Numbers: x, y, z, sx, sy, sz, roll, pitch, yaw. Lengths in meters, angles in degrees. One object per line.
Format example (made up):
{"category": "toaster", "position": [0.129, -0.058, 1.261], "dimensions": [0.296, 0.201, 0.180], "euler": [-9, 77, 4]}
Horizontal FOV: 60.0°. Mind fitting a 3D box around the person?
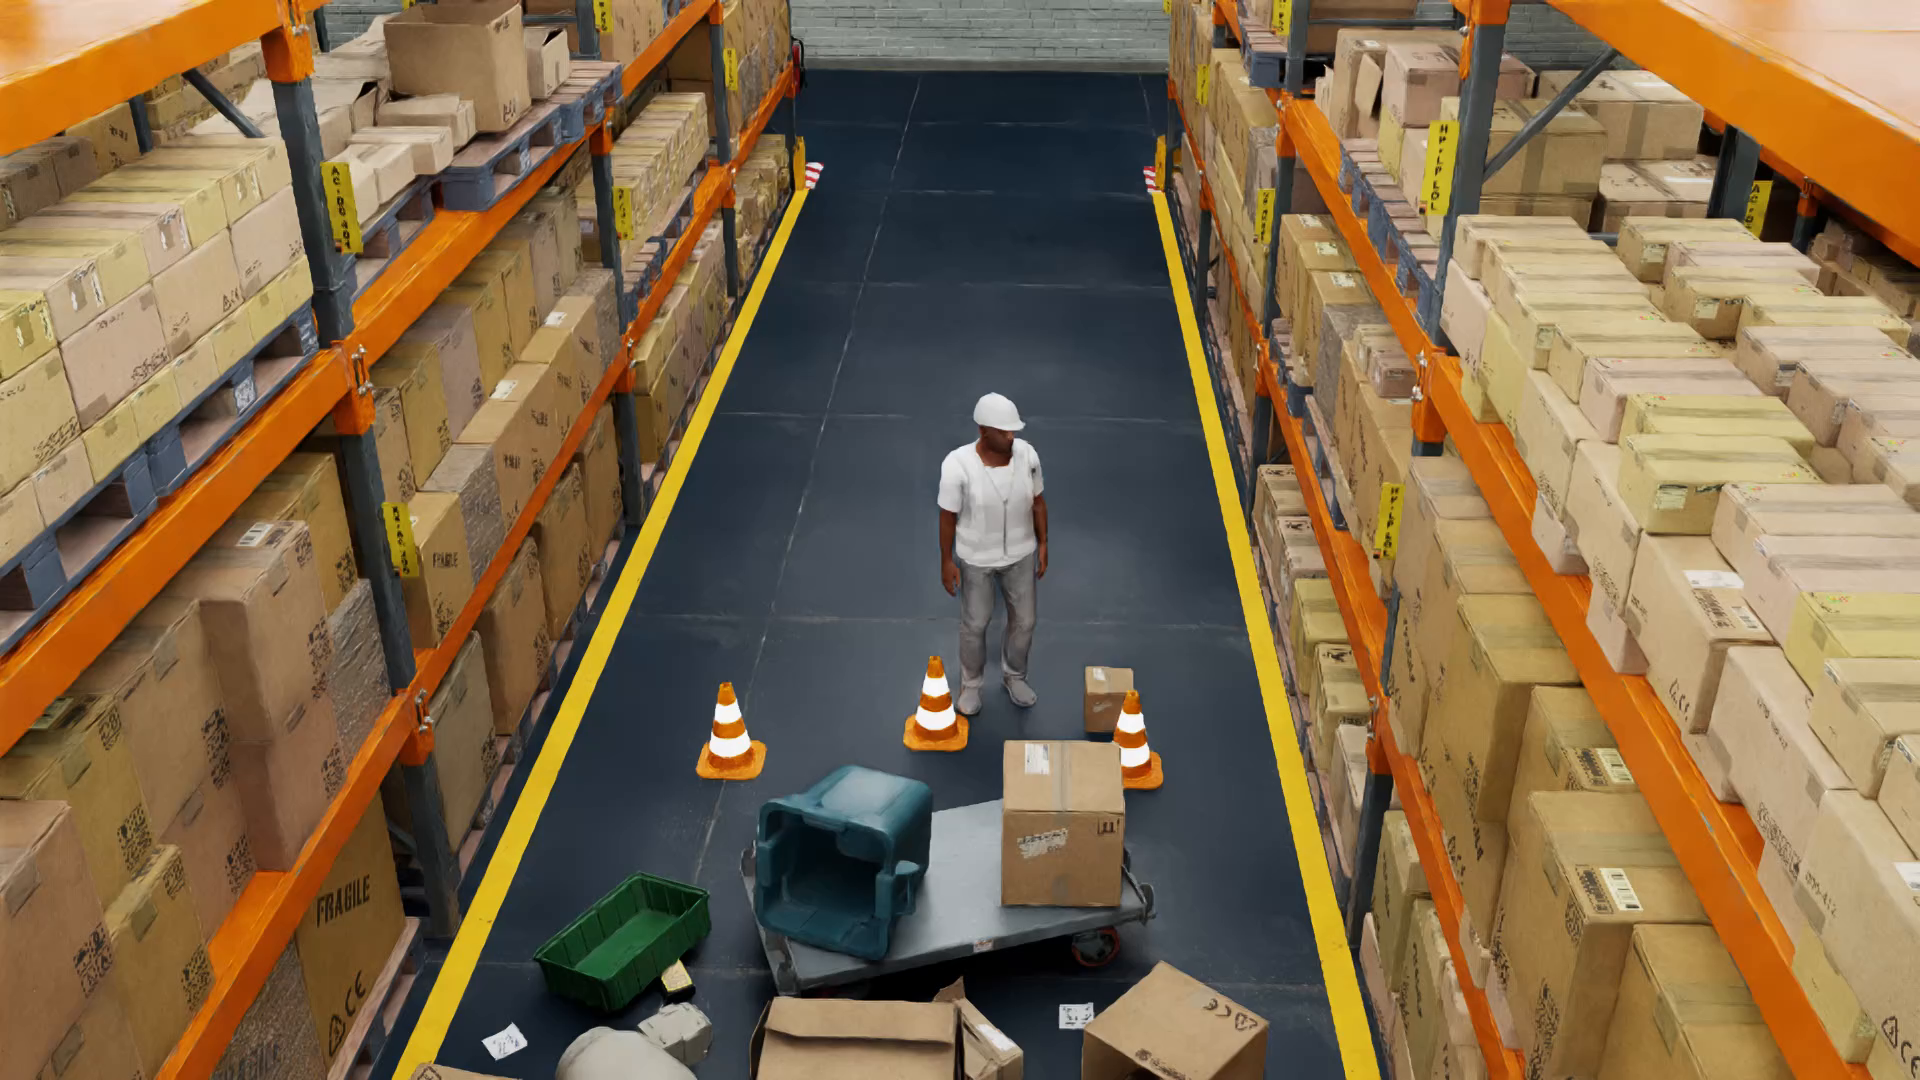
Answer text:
{"category": "person", "position": [0.187, 0.078, 8.652], "dimensions": [0.591, 1.772, 0.386], "euler": [-9, 29, -17]}
